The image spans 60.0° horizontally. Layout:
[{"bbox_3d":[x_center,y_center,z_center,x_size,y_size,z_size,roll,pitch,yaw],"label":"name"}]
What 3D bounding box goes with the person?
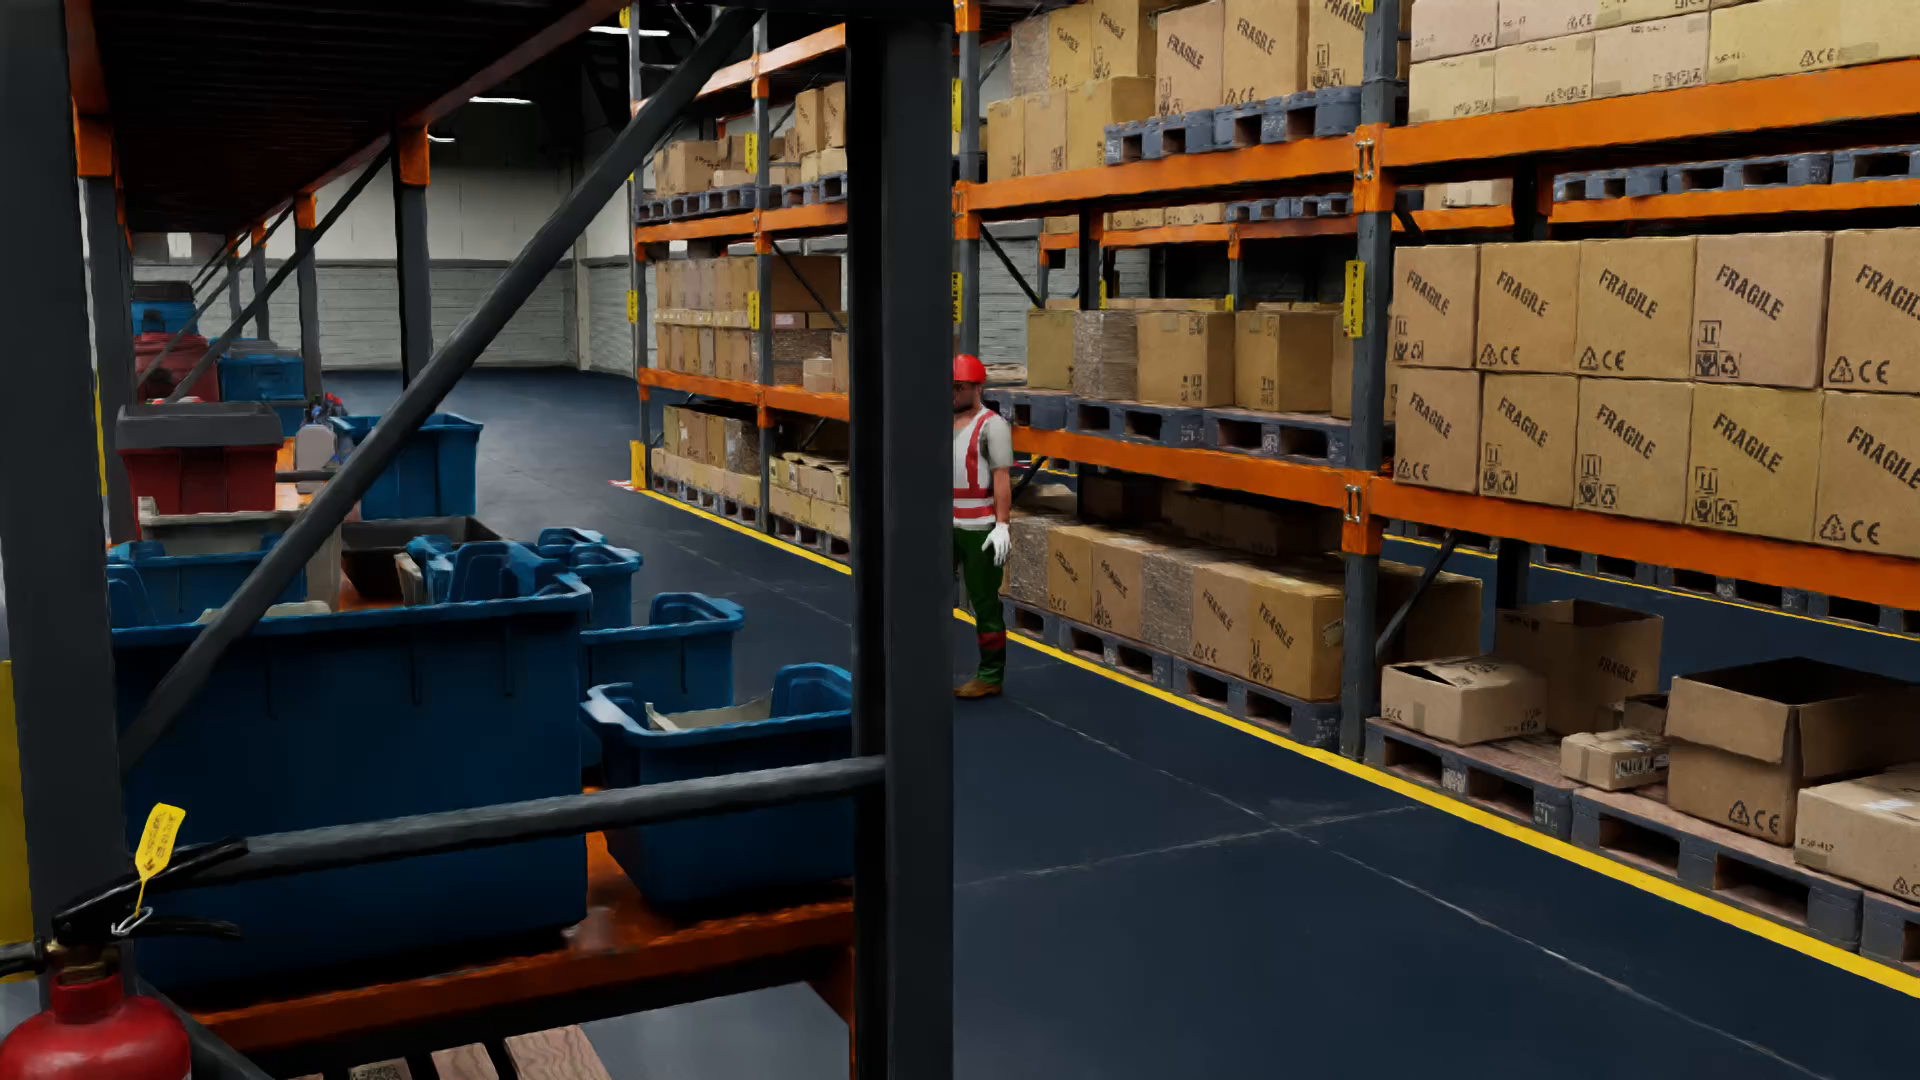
[{"bbox_3d":[-0.039,-0.052,8.544,0.665,1.786,0.614,6,10,35],"label":"person"}]
